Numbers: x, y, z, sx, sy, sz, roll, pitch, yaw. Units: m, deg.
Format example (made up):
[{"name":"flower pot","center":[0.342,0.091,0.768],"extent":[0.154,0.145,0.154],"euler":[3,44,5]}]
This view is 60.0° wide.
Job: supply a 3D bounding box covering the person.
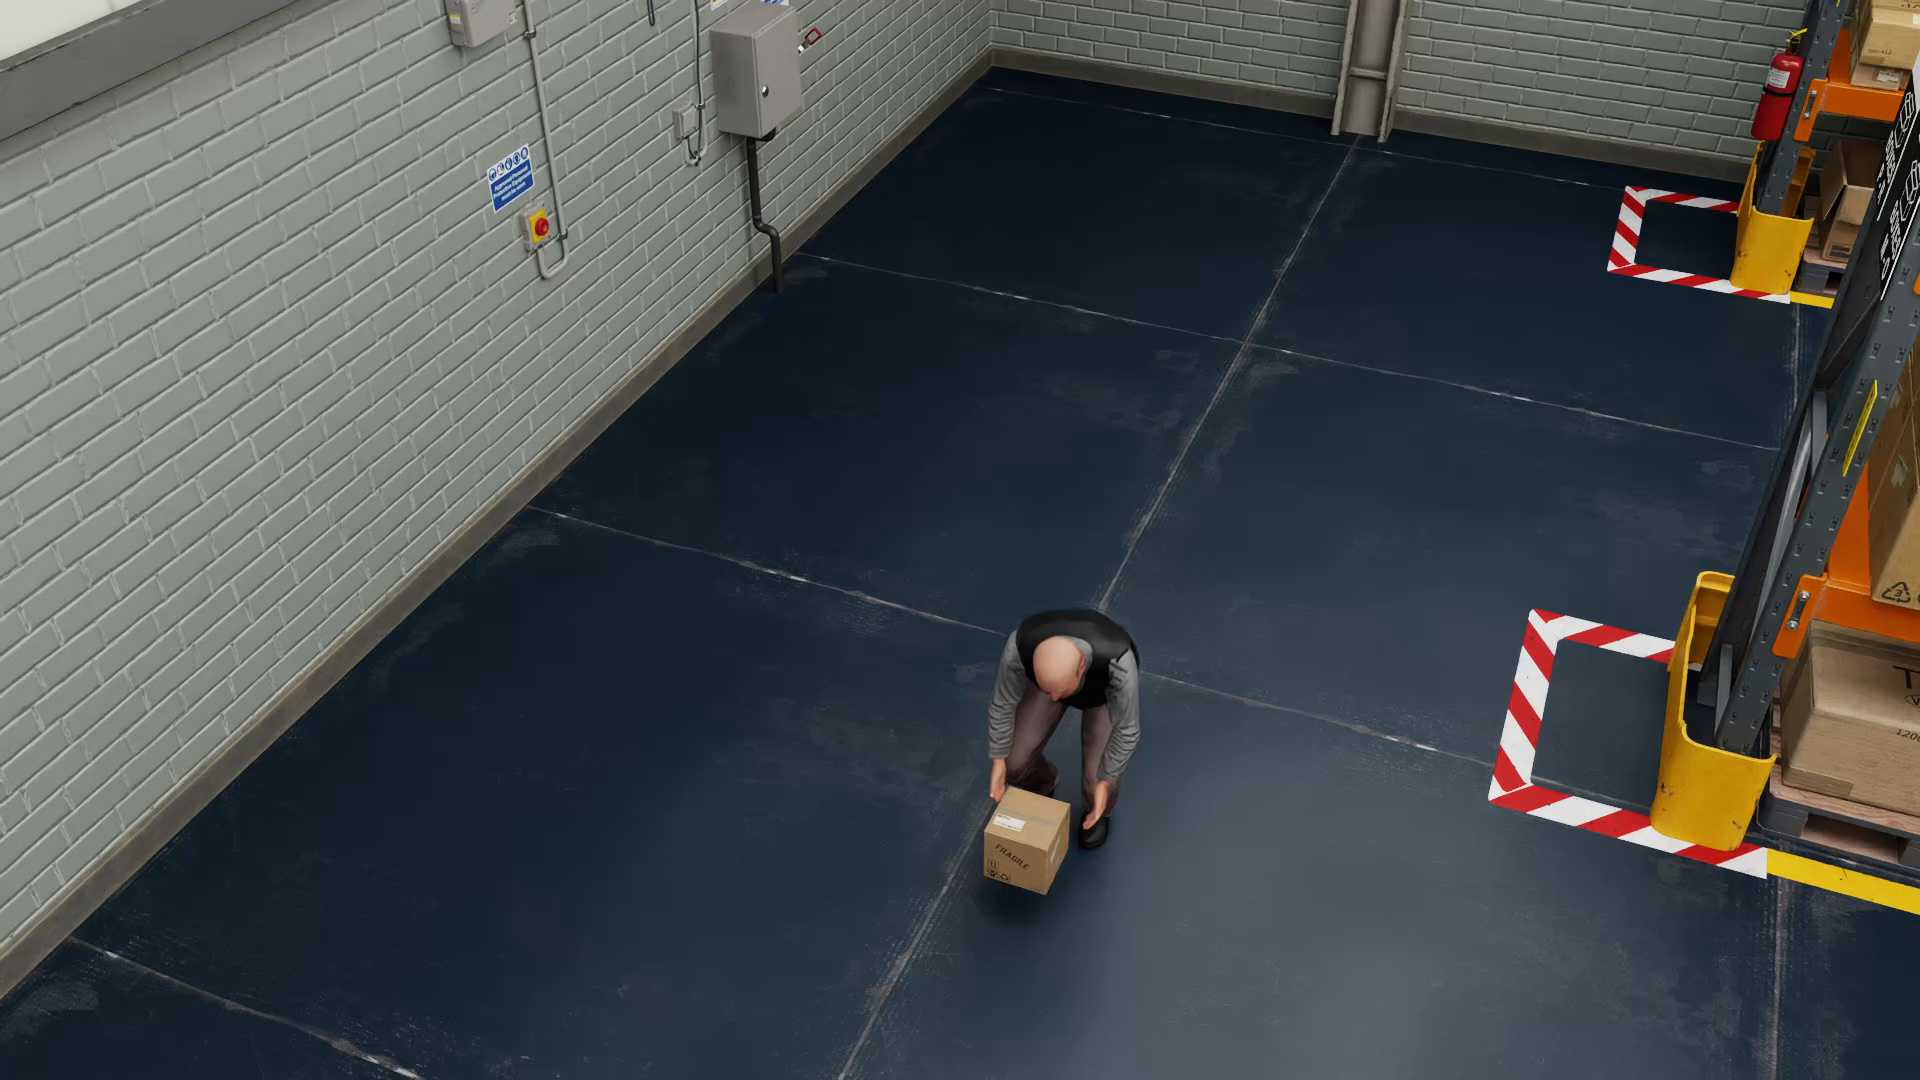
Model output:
[{"name":"person","center":[0.437,0.684,6.348],"extent":[0.583,1.232,0.772],"euler":[14,39,18]}]
